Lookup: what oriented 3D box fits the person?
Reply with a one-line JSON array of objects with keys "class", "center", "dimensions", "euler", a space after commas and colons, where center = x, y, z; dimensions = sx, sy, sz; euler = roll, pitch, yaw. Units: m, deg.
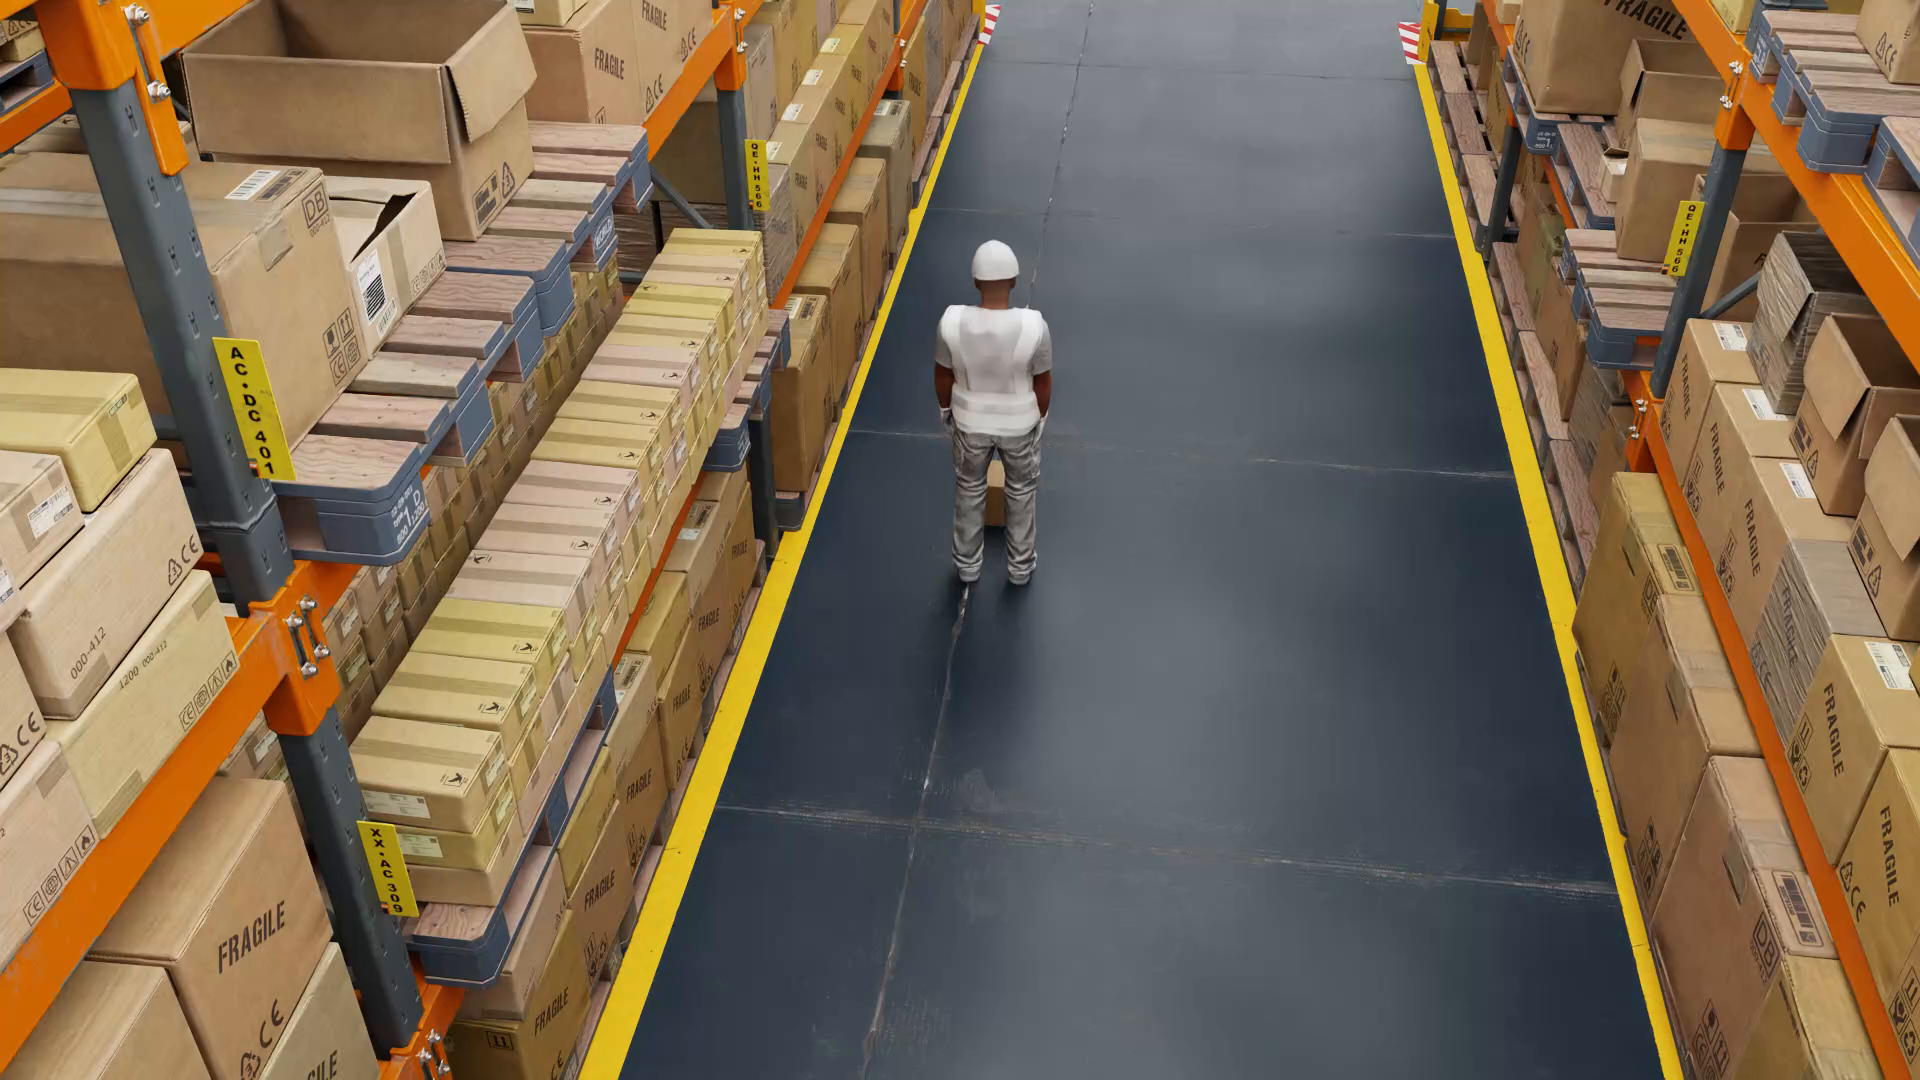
[{"class": "person", "center": [0.157, -0.574, 7.826], "dimensions": [0.546, 1.776, 0.363], "euler": [5, 36, 7]}]
